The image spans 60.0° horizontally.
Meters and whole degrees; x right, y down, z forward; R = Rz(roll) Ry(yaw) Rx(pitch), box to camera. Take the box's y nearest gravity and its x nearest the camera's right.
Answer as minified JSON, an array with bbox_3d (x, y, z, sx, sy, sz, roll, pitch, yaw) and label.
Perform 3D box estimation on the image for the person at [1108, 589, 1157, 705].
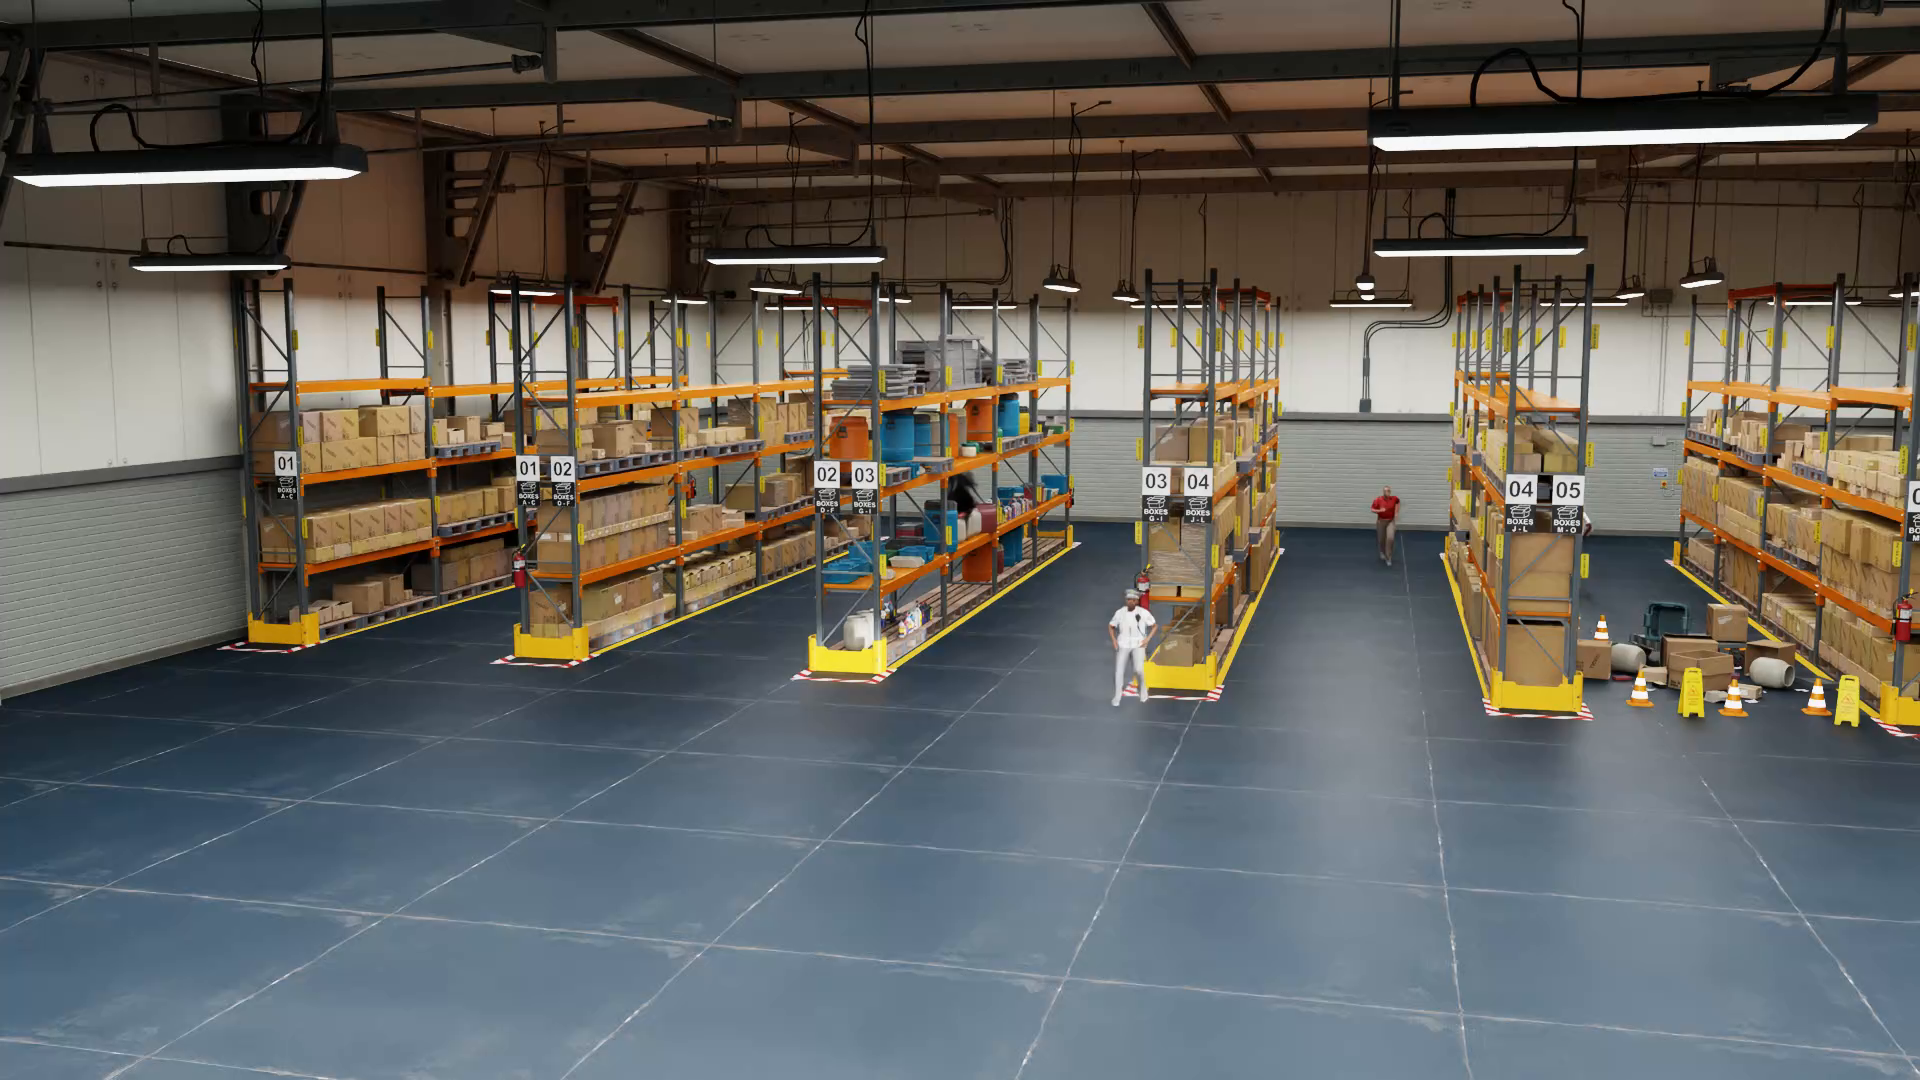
[{"bbox_3d":[2.356,1.484,22.801,0.680,1.641,0.558,1,7,10],"label":"person"}]

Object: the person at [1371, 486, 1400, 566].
[{"bbox_3d":[9.594,-0.328,37.514,0.657,1.799,0.924,1,7,11],"label":"person"}]

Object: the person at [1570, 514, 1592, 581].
[{"bbox_3d":[12.601,0.030,34.279,0.699,1.769,0.927,1,7,9],"label":"person"}]
